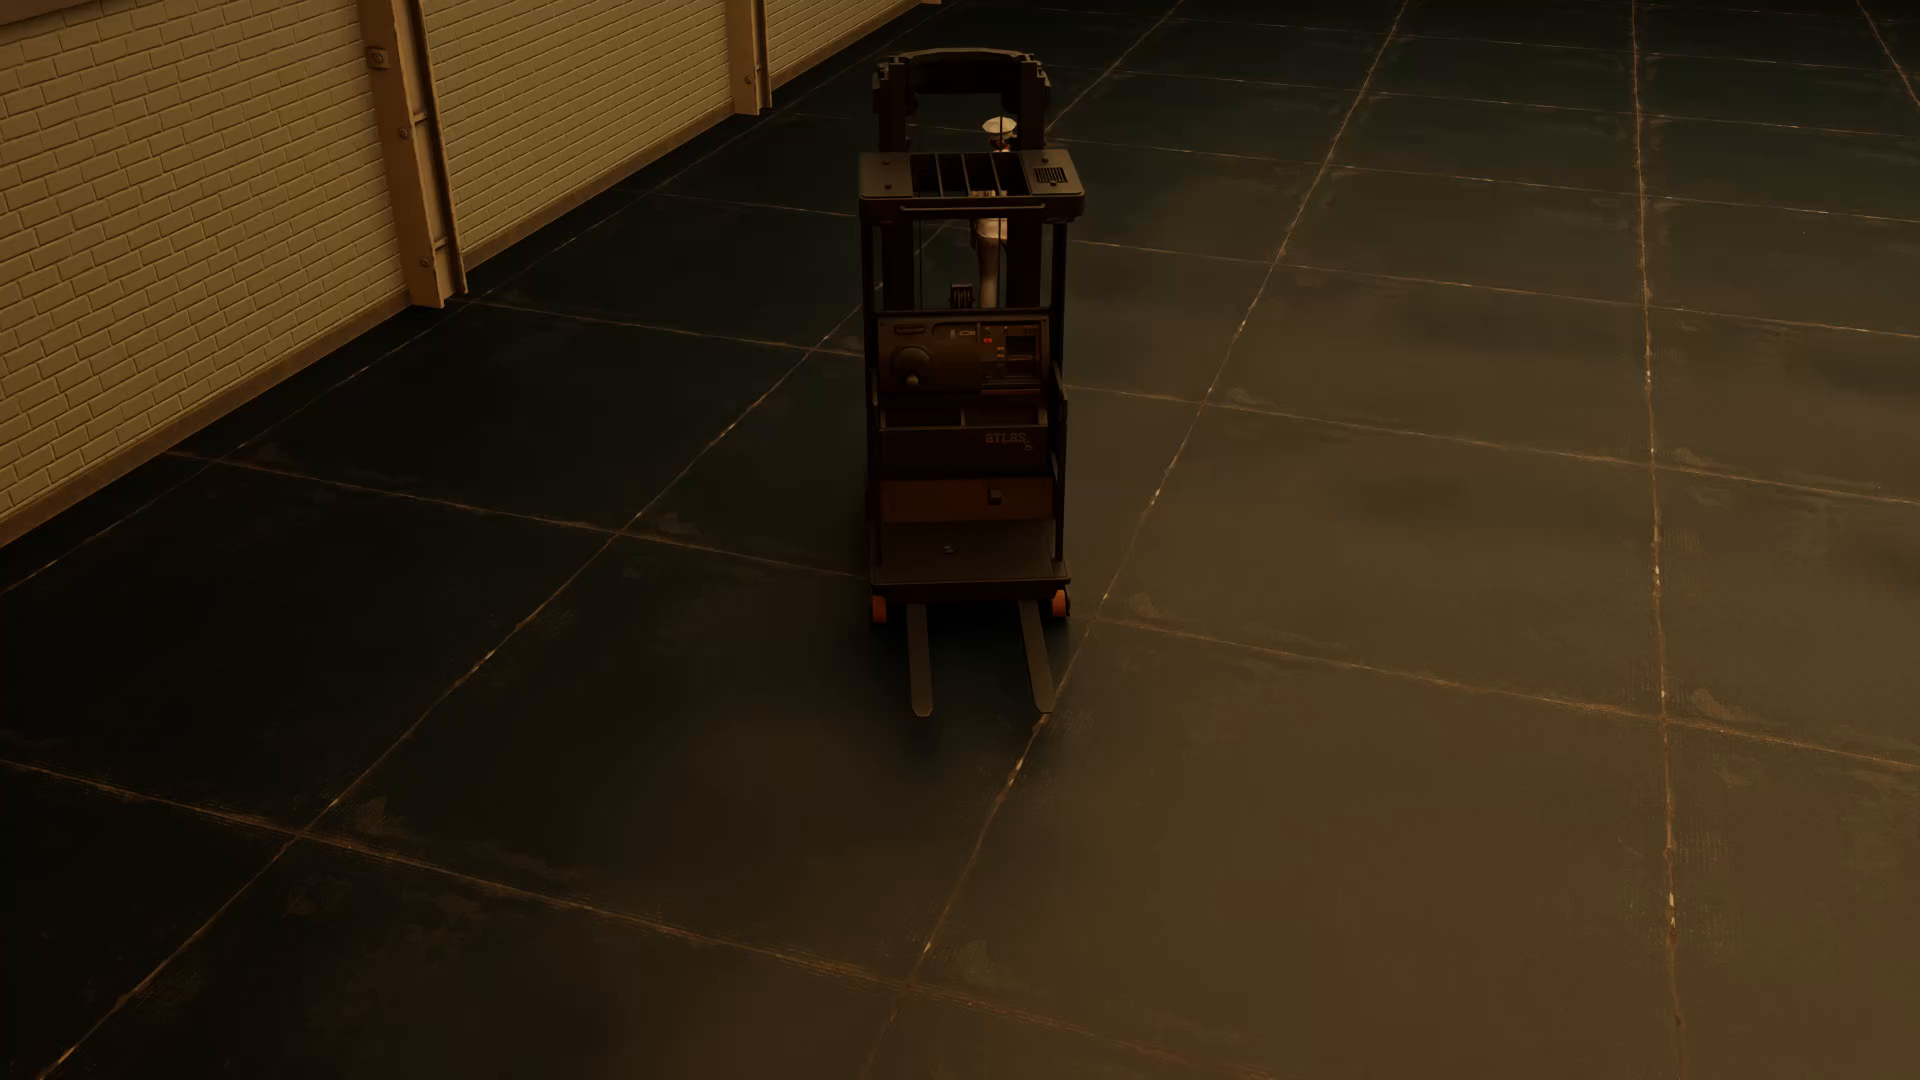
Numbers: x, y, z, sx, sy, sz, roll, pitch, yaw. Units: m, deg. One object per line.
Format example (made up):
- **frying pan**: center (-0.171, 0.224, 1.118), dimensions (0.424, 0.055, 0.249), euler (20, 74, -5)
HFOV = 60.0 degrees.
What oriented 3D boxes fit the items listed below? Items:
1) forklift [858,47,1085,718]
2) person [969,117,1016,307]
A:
- **forklift**: center (0.035, -0.972, 8.842), dimensions (1.130, 2.935, 3.031), euler (-2, 30, -3)
- **person**: center (0.326, -2.299, 12.458), dimensions (0.525, 1.658, 0.395), euler (2, 30, 4)
